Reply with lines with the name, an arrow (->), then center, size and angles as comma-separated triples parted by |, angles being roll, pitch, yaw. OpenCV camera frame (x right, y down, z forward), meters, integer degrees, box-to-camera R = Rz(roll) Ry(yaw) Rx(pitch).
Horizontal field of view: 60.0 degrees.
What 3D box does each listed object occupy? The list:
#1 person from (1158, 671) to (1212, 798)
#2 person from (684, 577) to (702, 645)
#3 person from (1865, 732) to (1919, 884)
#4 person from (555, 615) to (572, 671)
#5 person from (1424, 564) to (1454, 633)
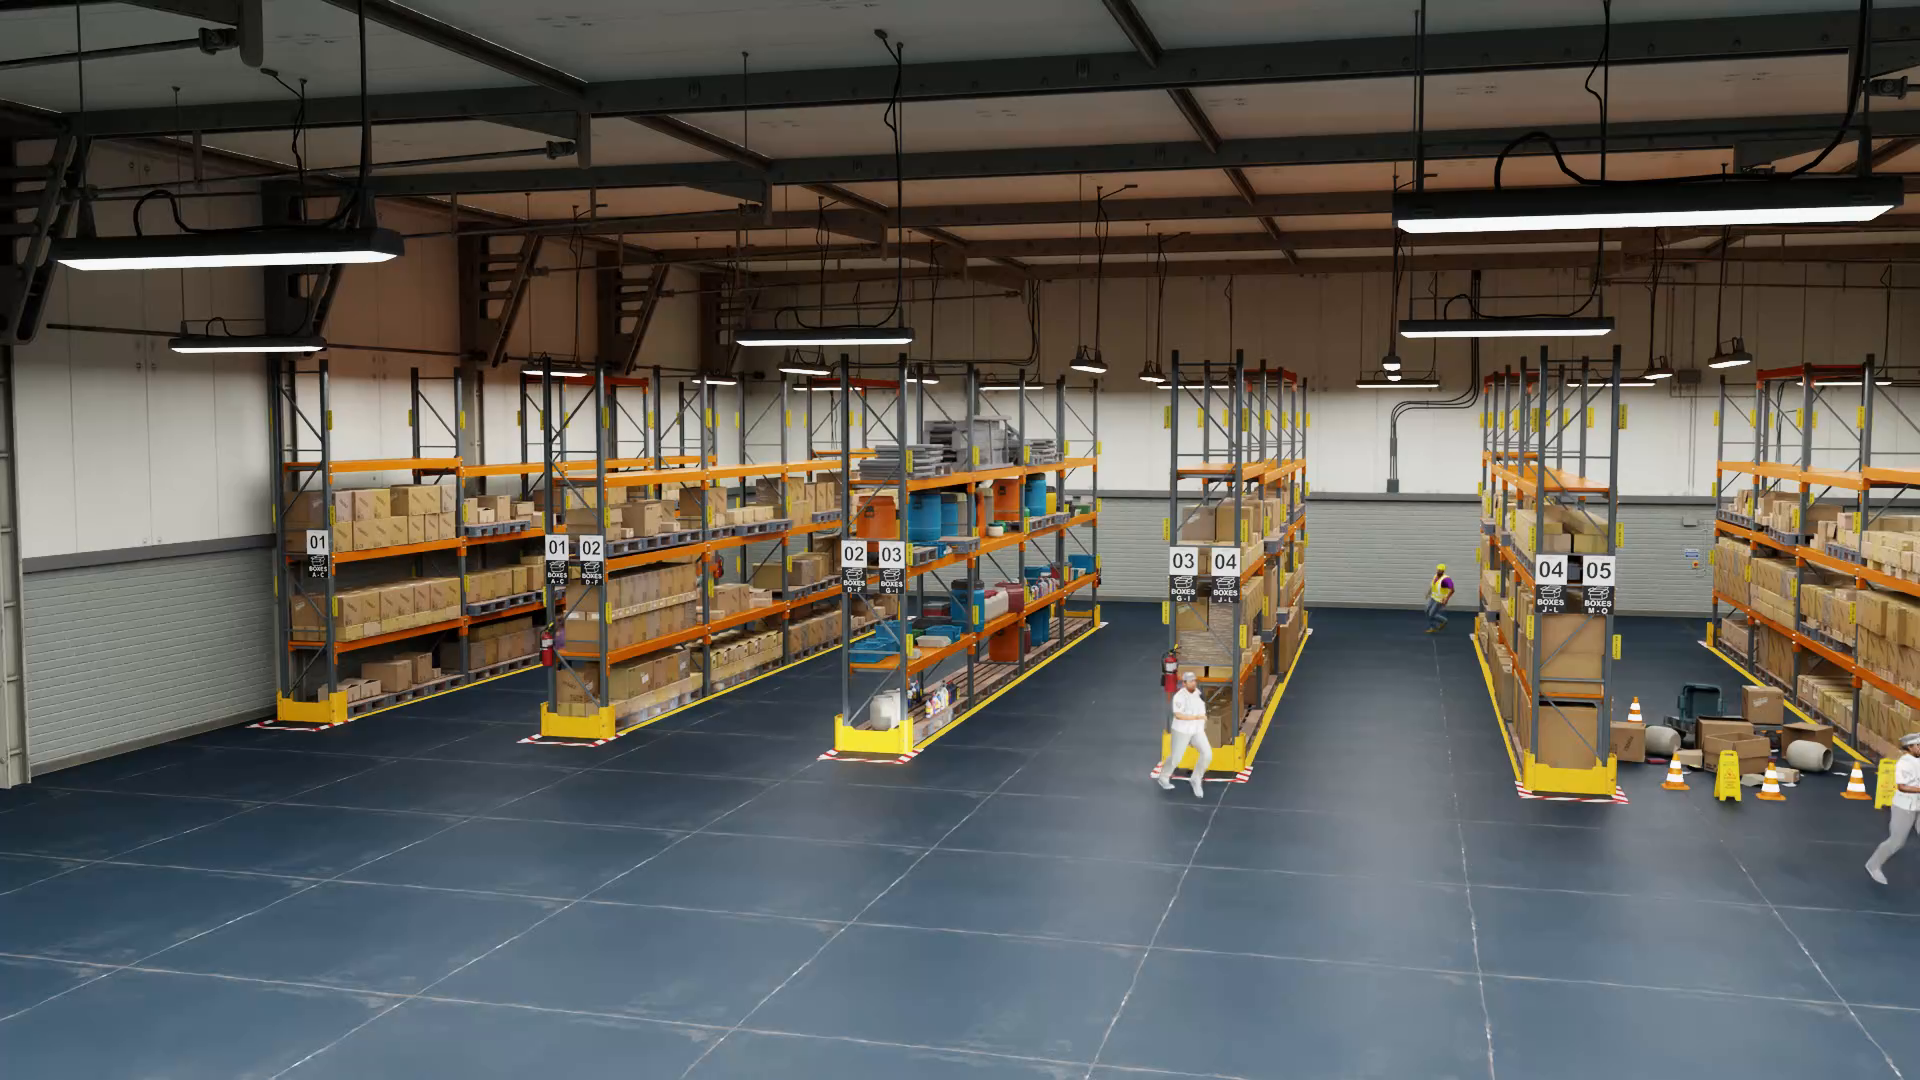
person -> 3.047, 2.583, 22.209 | 0.611, 1.689, 0.854 | -3, 5, -31
person -> -6.032, 1.439, 37.253 | 0.665, 1.767, 0.904 | 0, 4, 6
person -> 10.060, 2.878, 17.659 | 0.603, 1.746, 0.805 | -2, 5, -29
person -> -6.987, 2.109, 29.231 | 0.557, 1.590, 0.929 | 1, 4, 14
person -> 11.254, 1.382, 38.946 | 0.554, 1.677, 0.776 | -1, 4, -17
